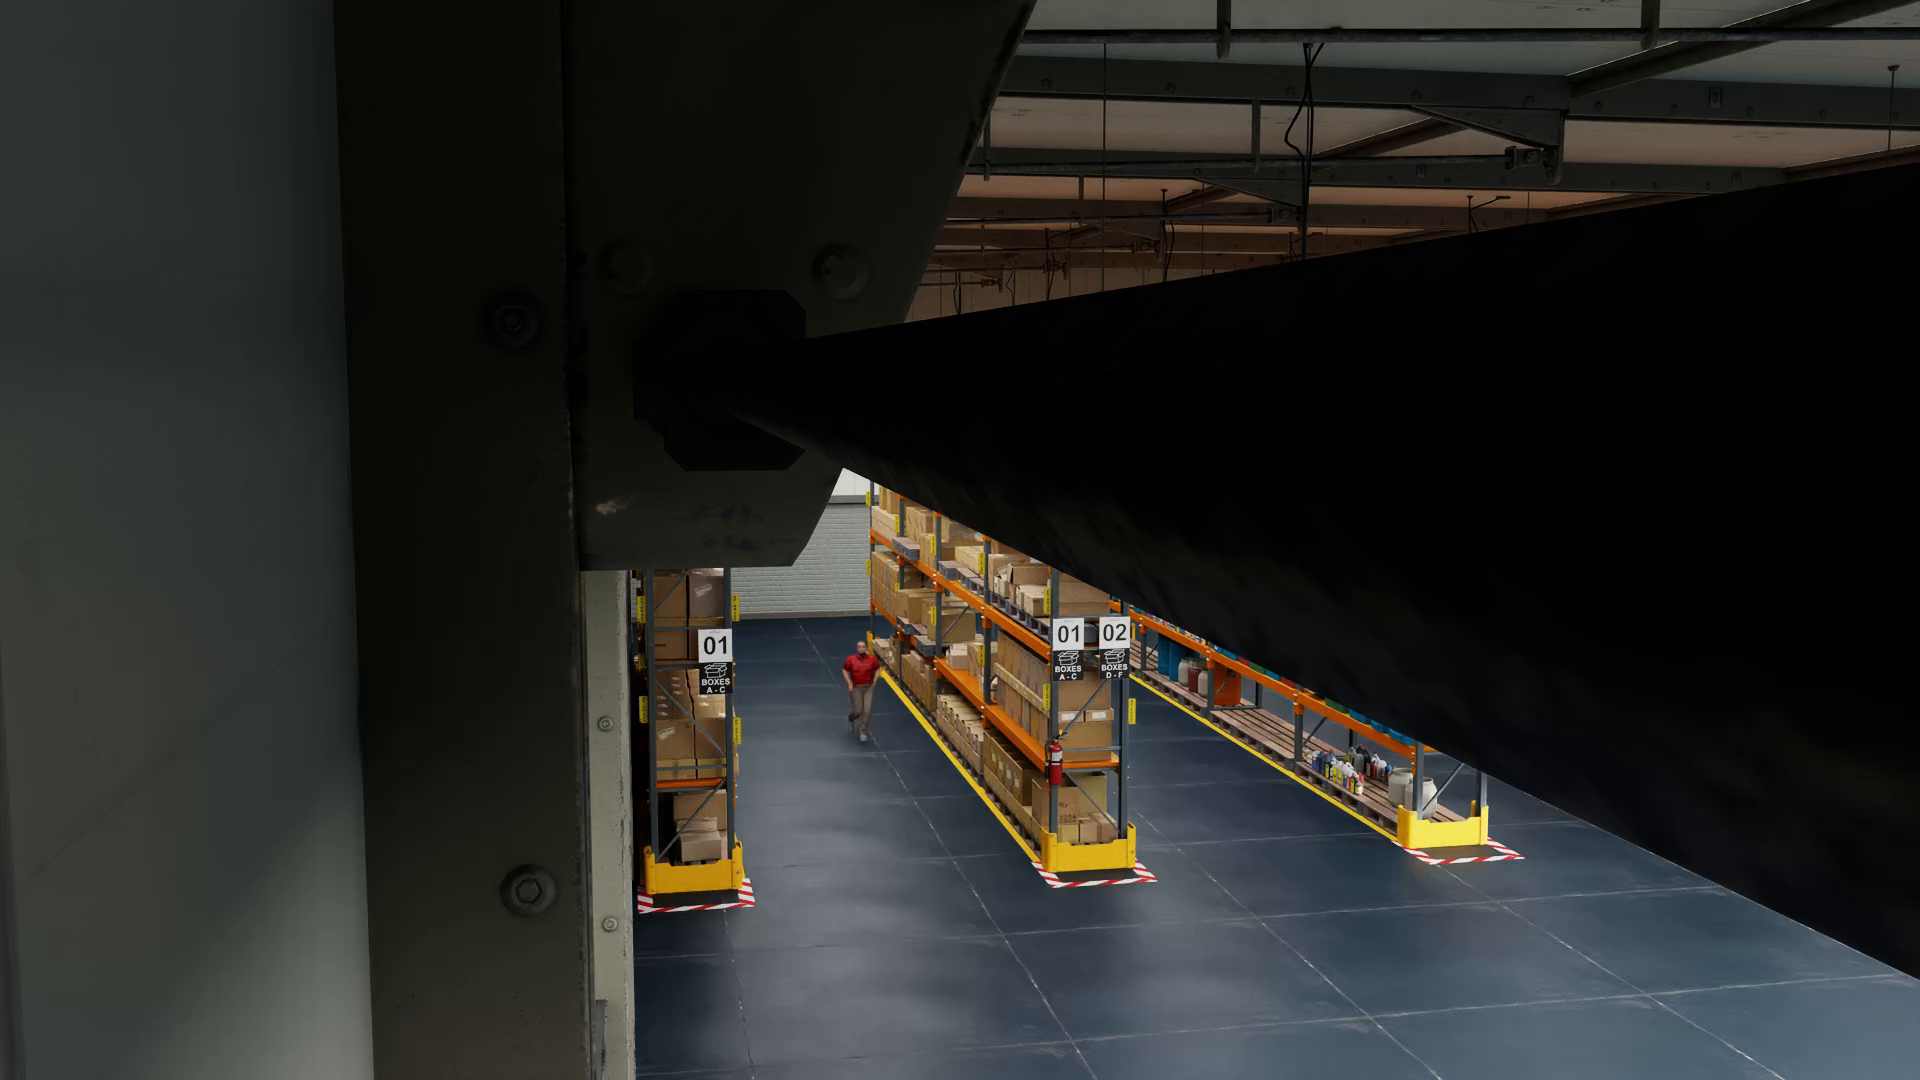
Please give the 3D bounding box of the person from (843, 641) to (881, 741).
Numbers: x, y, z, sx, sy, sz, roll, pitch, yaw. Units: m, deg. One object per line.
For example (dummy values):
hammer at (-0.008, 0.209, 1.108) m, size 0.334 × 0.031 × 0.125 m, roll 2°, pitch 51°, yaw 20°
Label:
person at (-1.652, 2.556, 28.260) m, size 0.653 × 1.691 × 0.623 m, roll -1°, pitch 6°, yaw -11°
